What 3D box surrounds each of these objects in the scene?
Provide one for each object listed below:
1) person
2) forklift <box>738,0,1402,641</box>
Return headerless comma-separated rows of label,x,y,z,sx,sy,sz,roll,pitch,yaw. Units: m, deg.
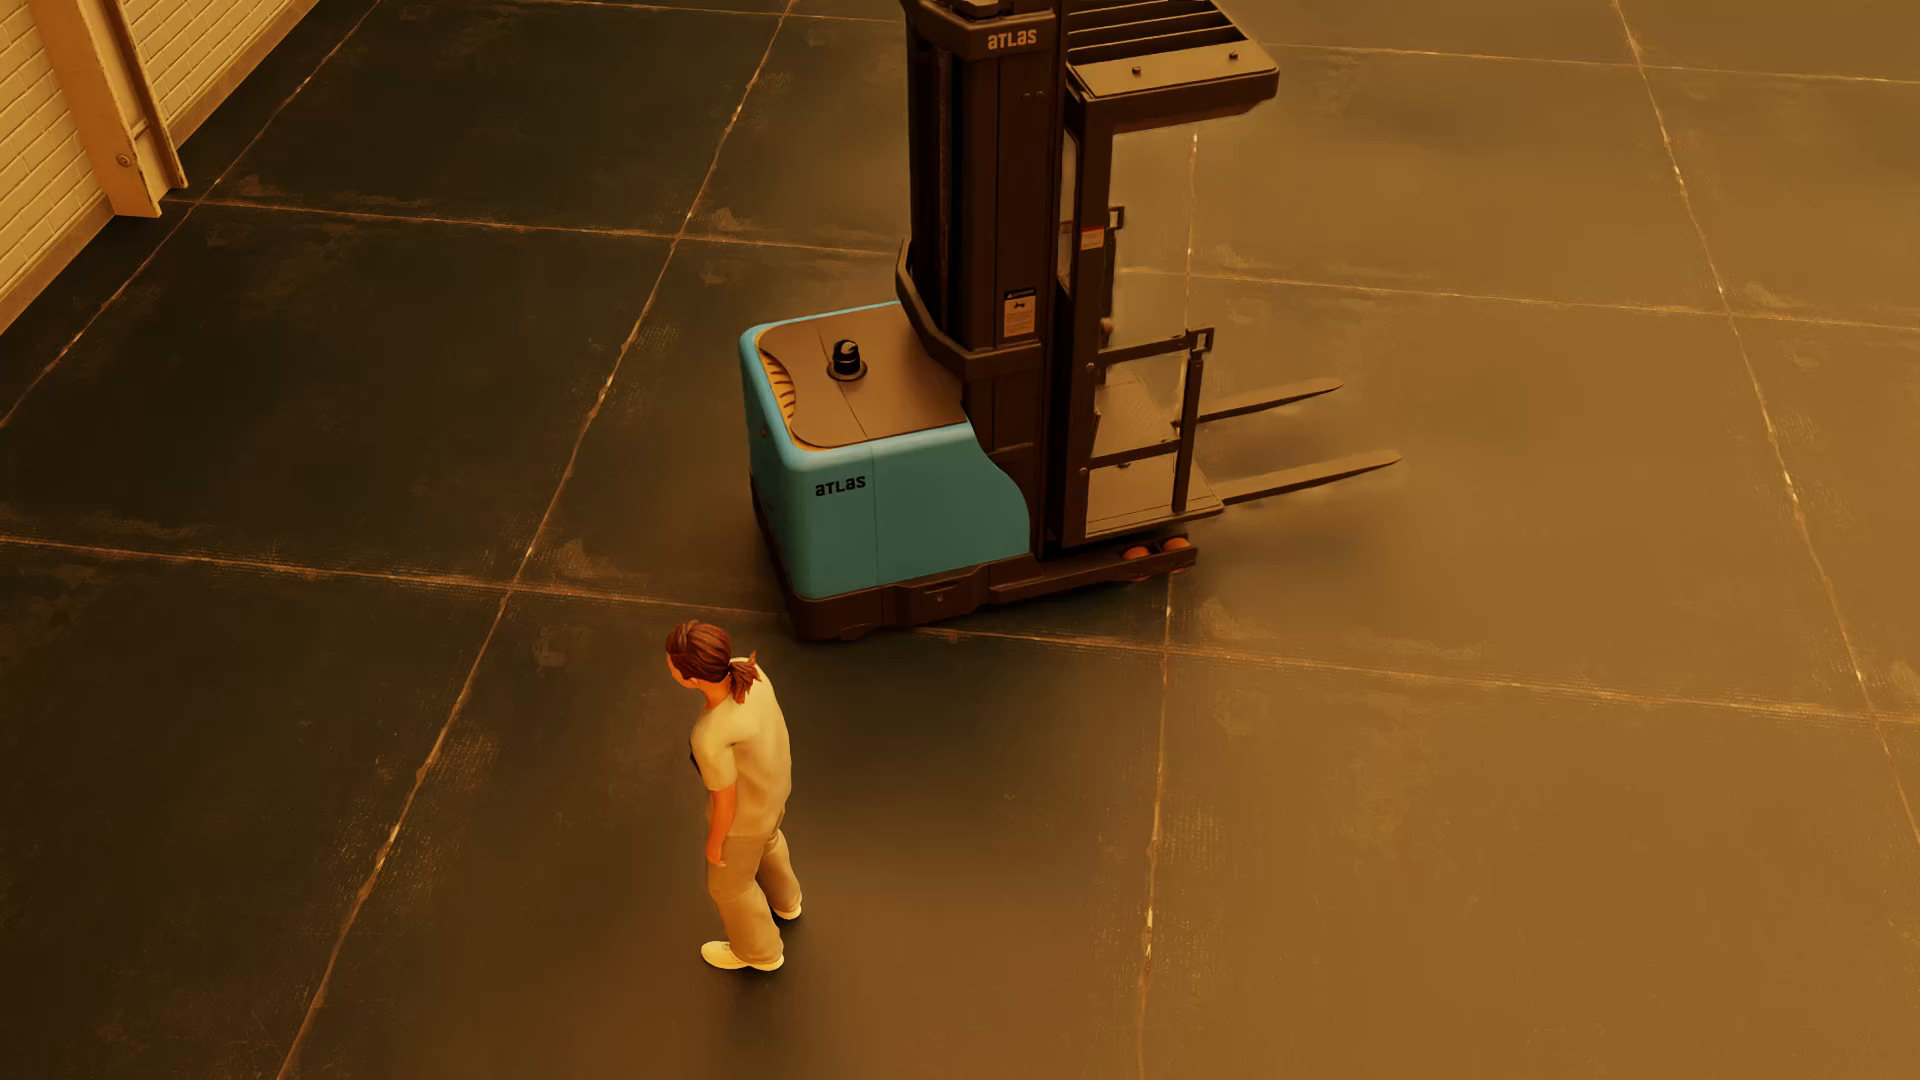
person,-0.758,0.882,5.696,0.361,1.671,0.498,11,44,11
forklift,0.583,-1.215,7.047,3.031,2.935,1.130,-12,44,-13
